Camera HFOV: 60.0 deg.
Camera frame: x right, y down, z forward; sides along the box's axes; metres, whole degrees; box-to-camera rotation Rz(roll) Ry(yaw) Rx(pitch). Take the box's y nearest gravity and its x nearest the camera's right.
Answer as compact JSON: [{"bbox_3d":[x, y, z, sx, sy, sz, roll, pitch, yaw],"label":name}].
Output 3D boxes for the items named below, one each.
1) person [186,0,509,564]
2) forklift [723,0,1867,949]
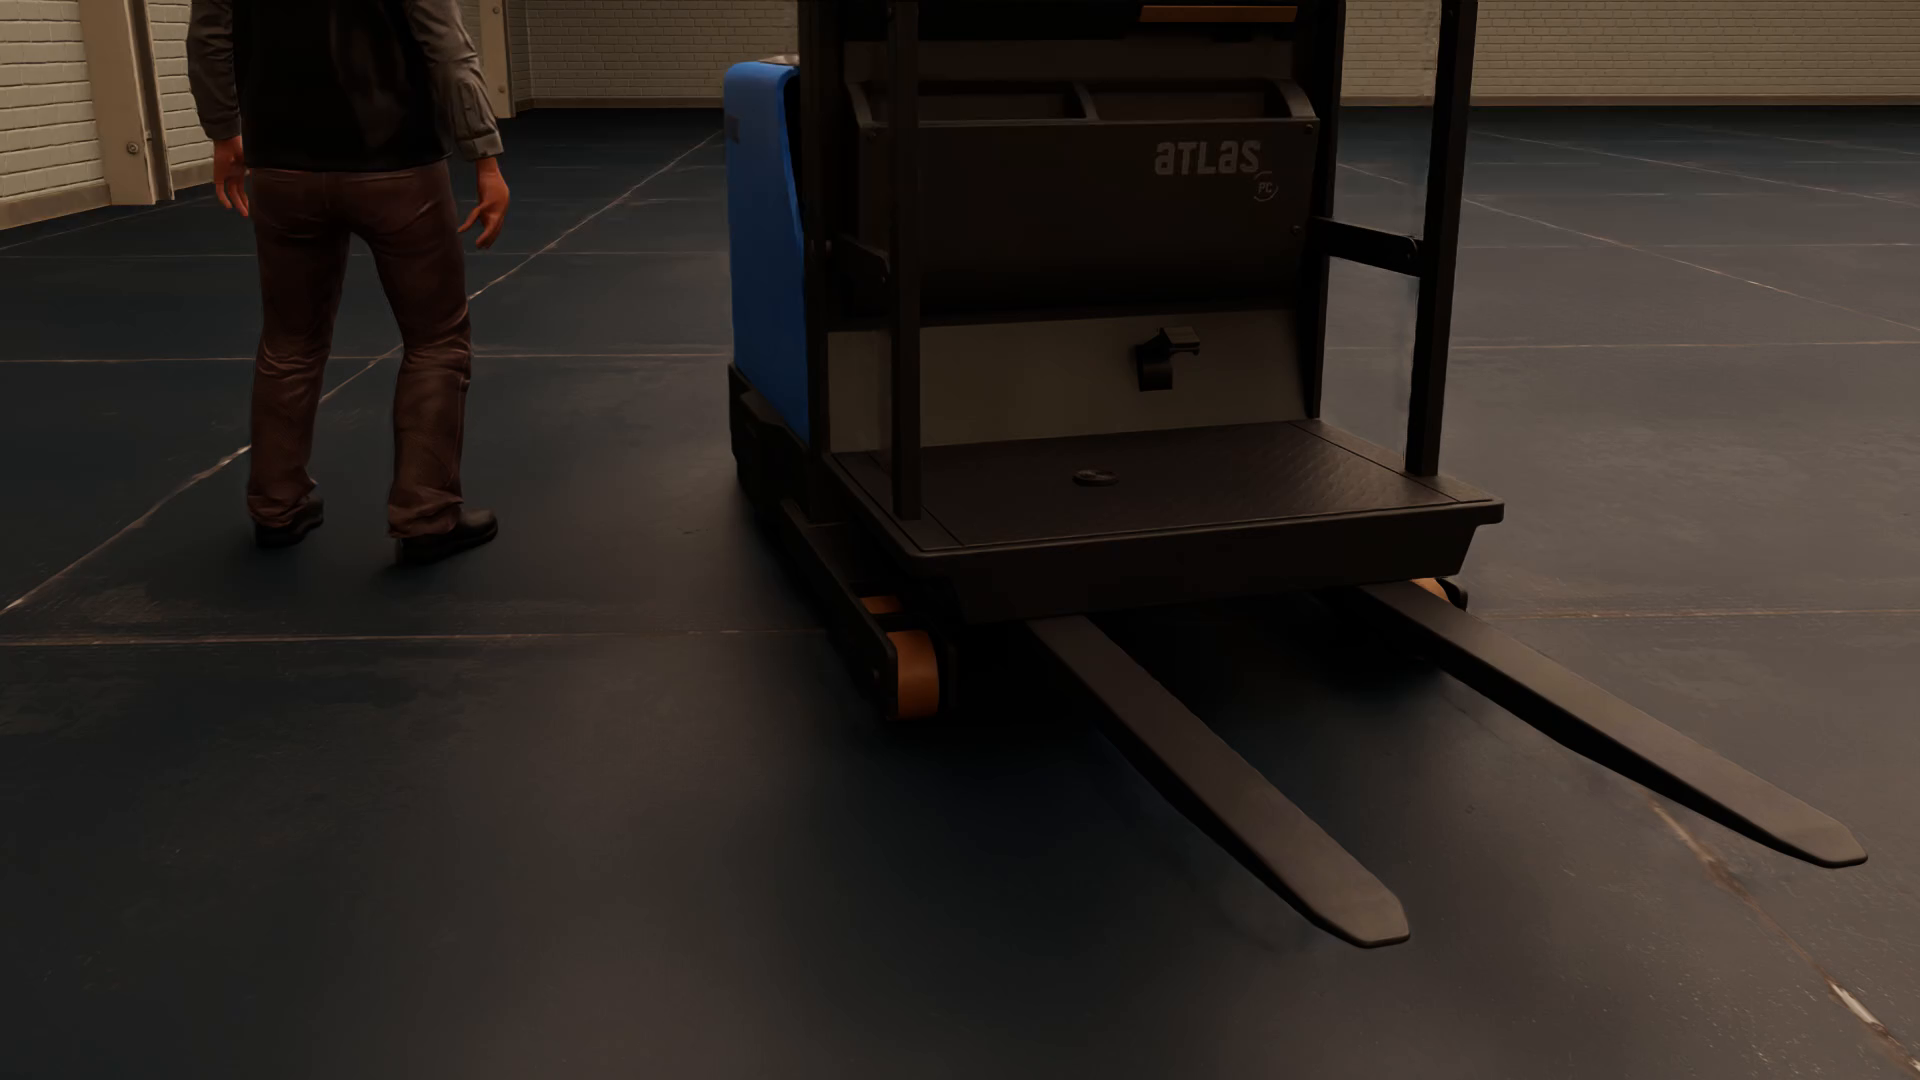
[{"bbox_3d":[-1.327,-0.808,3.645,0.728,1.705,0.421,2,17,8],"label":"person"},{"bbox_3d":[0.305,-1.212,2.871,1.130,2.935,3.031,-5,18,-16],"label":"forklift"}]
